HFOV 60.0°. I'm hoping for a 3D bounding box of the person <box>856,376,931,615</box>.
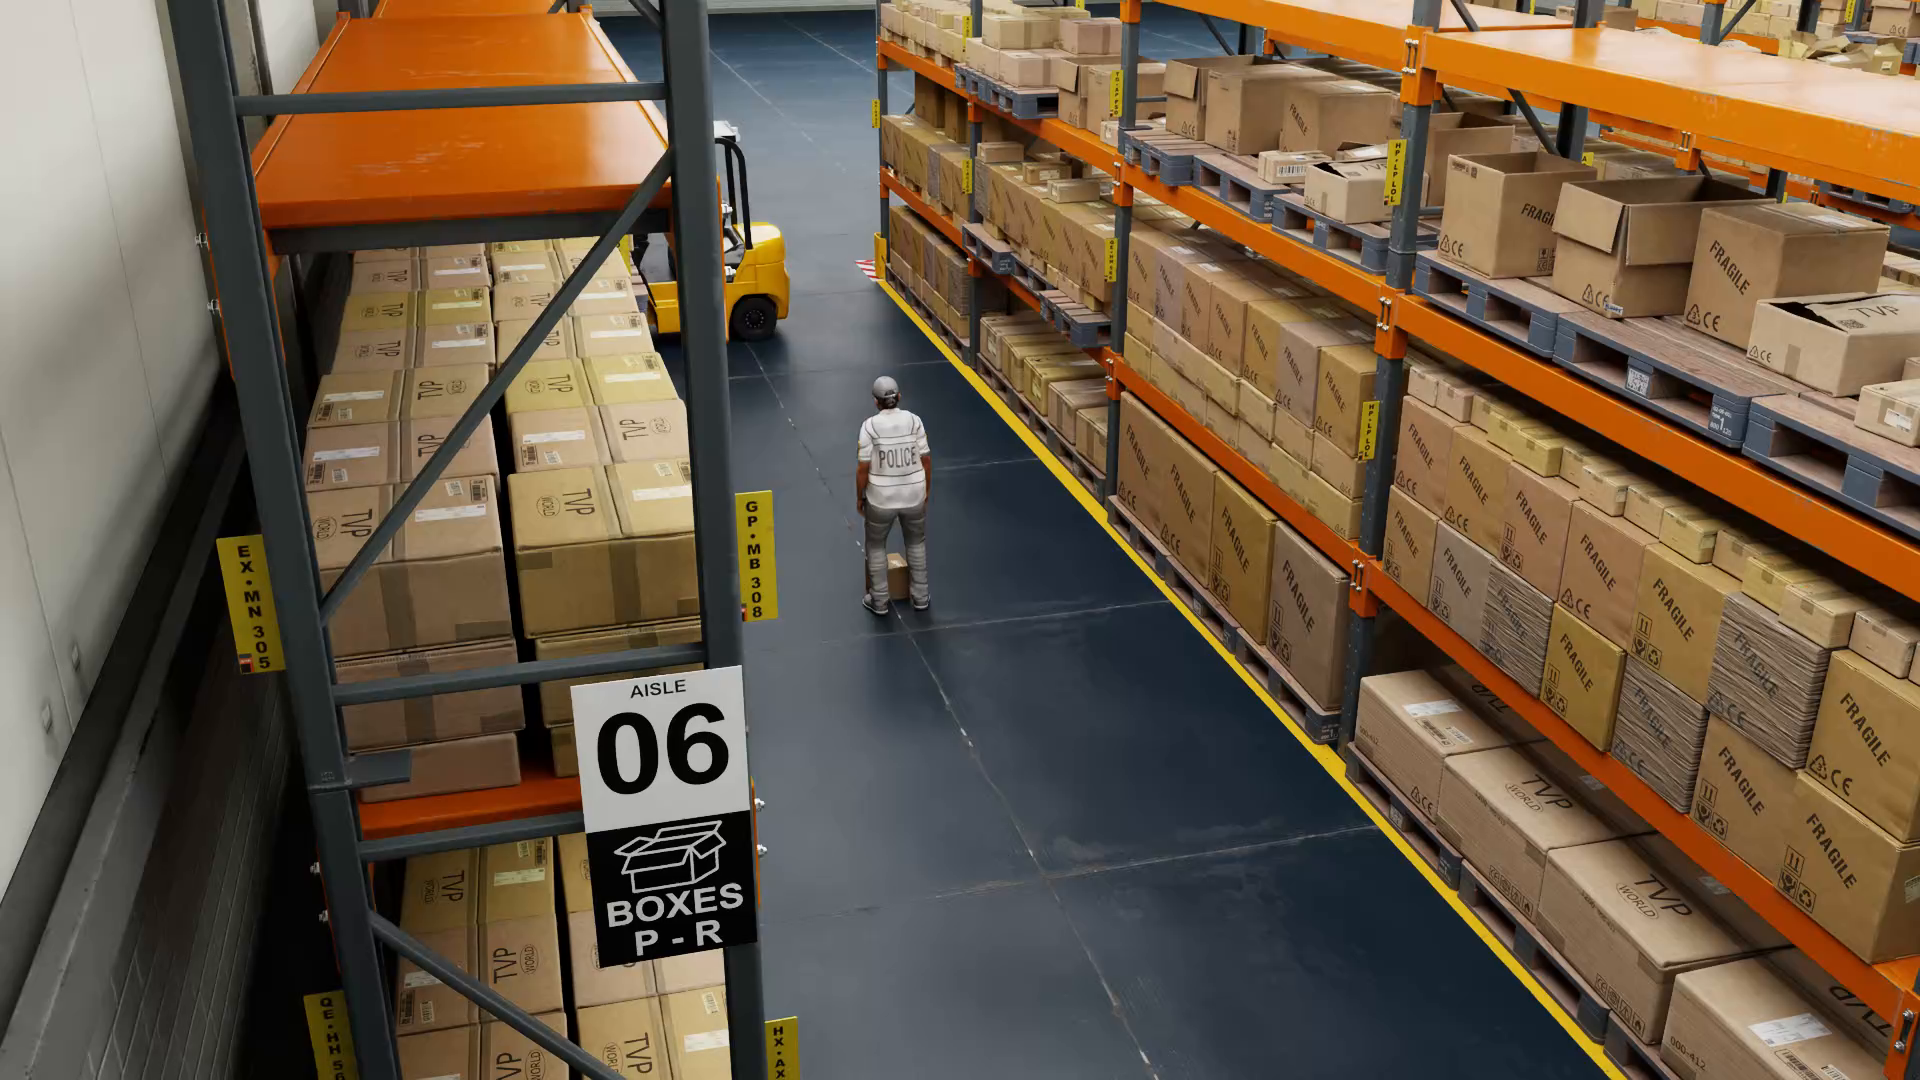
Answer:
[{"bbox_3d":[-0.452,-0.301,11.339,0.539,1.665,0.454,-7,24,-16],"label":"person"}]
